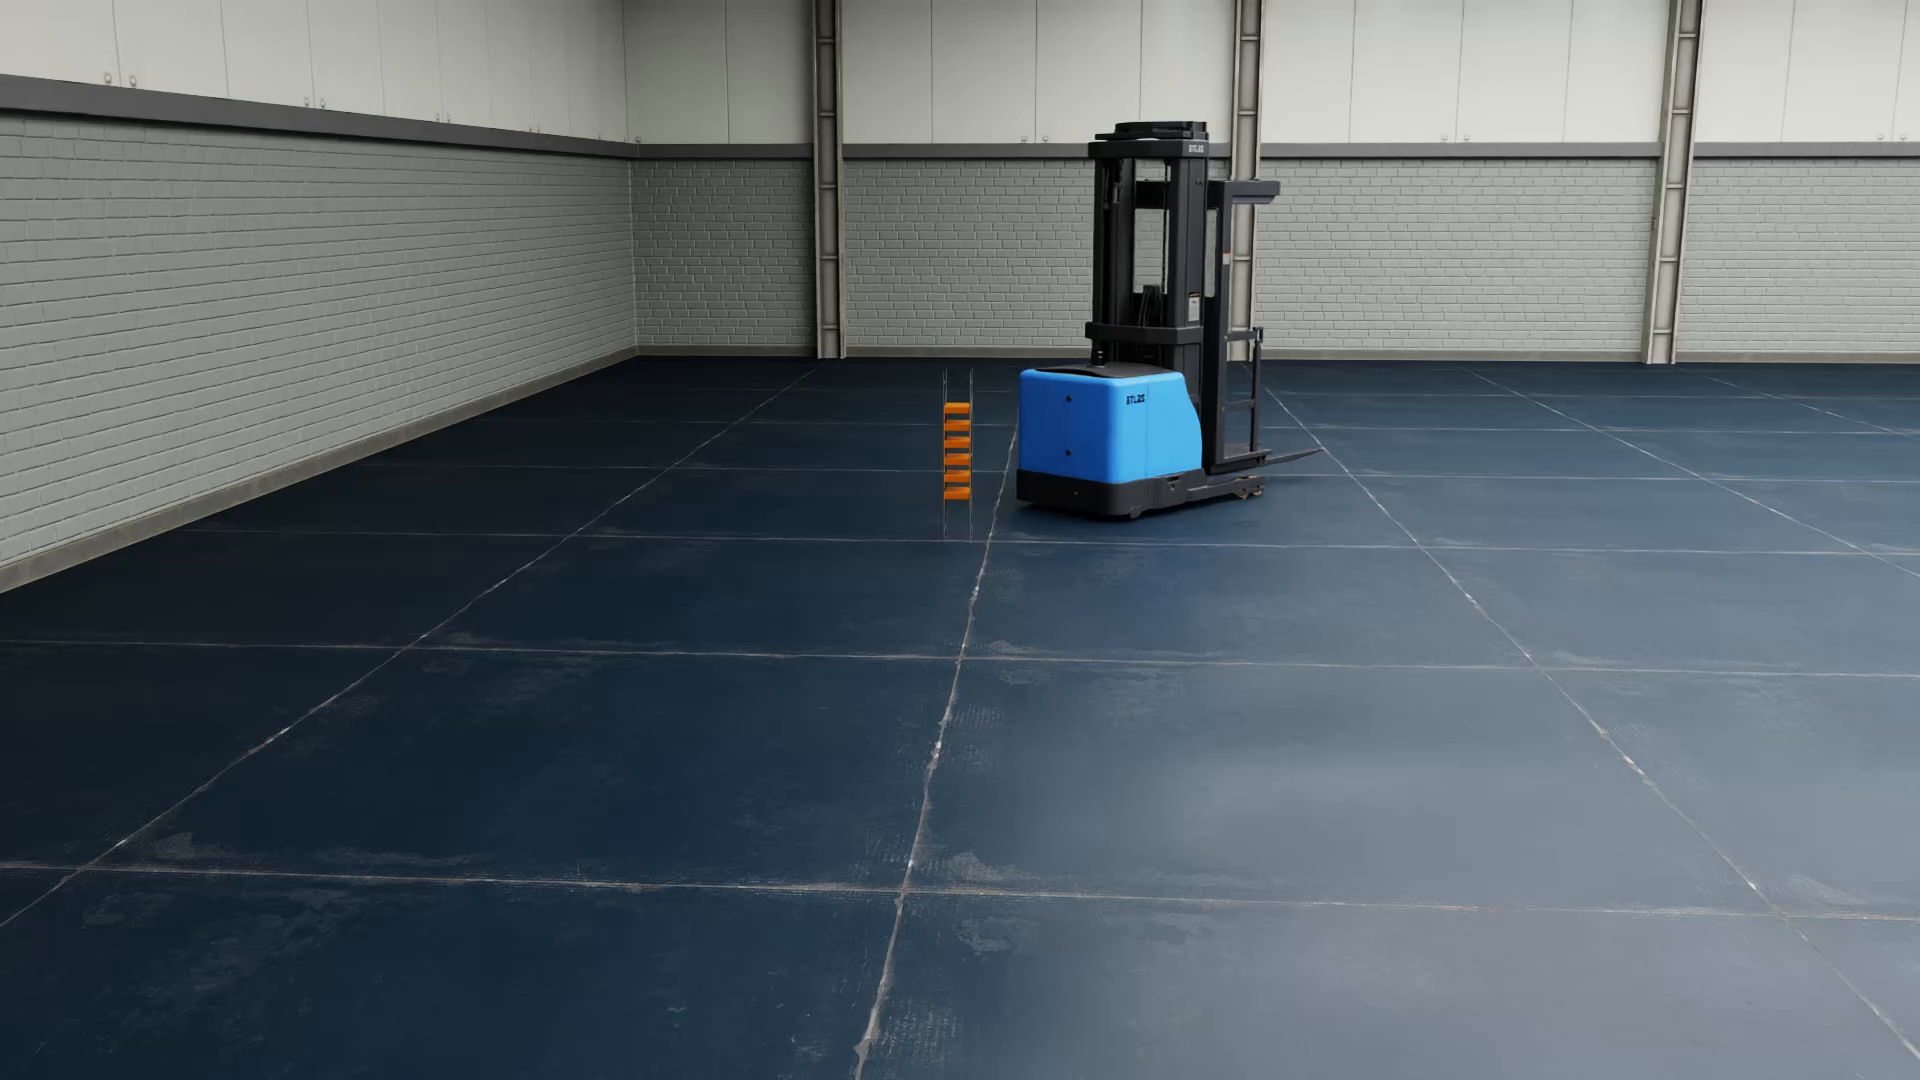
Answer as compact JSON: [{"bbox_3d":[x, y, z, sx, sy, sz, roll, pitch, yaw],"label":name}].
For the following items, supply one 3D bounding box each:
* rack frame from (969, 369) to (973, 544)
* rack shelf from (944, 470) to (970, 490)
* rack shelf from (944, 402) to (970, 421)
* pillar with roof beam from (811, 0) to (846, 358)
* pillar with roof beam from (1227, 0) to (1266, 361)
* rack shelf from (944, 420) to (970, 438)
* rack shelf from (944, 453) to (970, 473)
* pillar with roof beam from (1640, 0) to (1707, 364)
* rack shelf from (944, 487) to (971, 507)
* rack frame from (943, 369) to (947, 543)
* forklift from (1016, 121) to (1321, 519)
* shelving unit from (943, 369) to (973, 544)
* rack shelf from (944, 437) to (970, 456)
[{"bbox_3d":[0.077,-0.586,11.640,0.006,1.200,0.240,1,12,4],"label":"rack frame"},{"bbox_3d":[-0.014,-0.427,11.680,0.180,0.103,0.258,1,12,4],"label":"rack shelf"},{"bbox_3d":[-0.014,-0.896,11.582,0.180,0.103,0.258,1,12,4],"label":"rack shelf"},{"bbox_3d":[-2.196,-6.248,19.659,0.400,9.000,9.100,1,12,4],"label":"pillar with roof beam"},{"bbox_3d":[3.791,-6.166,19.267,0.400,9.000,9.100,1,12,4],"label":"pillar with roof beam"},{"bbox_3d":[-0.014,-0.779,11.606,0.180,0.103,0.258,1,12,4],"label":"rack shelf"},{"bbox_3d":[-0.014,-0.544,11.655,0.180,0.103,0.258,1,12,4],"label":"rack shelf"},{"bbox_3d":[9.777,-6.084,18.874,0.400,9.000,9.100,1,12,4],"label":"pillar with roof beam"},{"bbox_3d":[-0.014,-0.309,11.704,0.180,0.103,0.258,1,12,4],"label":"rack shelf"},{"bbox_3d":[-0.106,-0.589,11.652,0.006,1.200,0.240,1,12,4],"label":"rack frame"},{"bbox_3d":[1.834,-1.830,13.359,1.130,2.935,3.031,11,16,44],"label":"forklift"},{"bbox_3d":[-0.014,-0.587,11.646,0.189,1.200,0.258,1,12,4],"label":"shelving unit"},{"bbox_3d":[-0.014,-0.661,11.631,0.180,0.103,0.258,1,12,4],"label":"rack shelf"}]
